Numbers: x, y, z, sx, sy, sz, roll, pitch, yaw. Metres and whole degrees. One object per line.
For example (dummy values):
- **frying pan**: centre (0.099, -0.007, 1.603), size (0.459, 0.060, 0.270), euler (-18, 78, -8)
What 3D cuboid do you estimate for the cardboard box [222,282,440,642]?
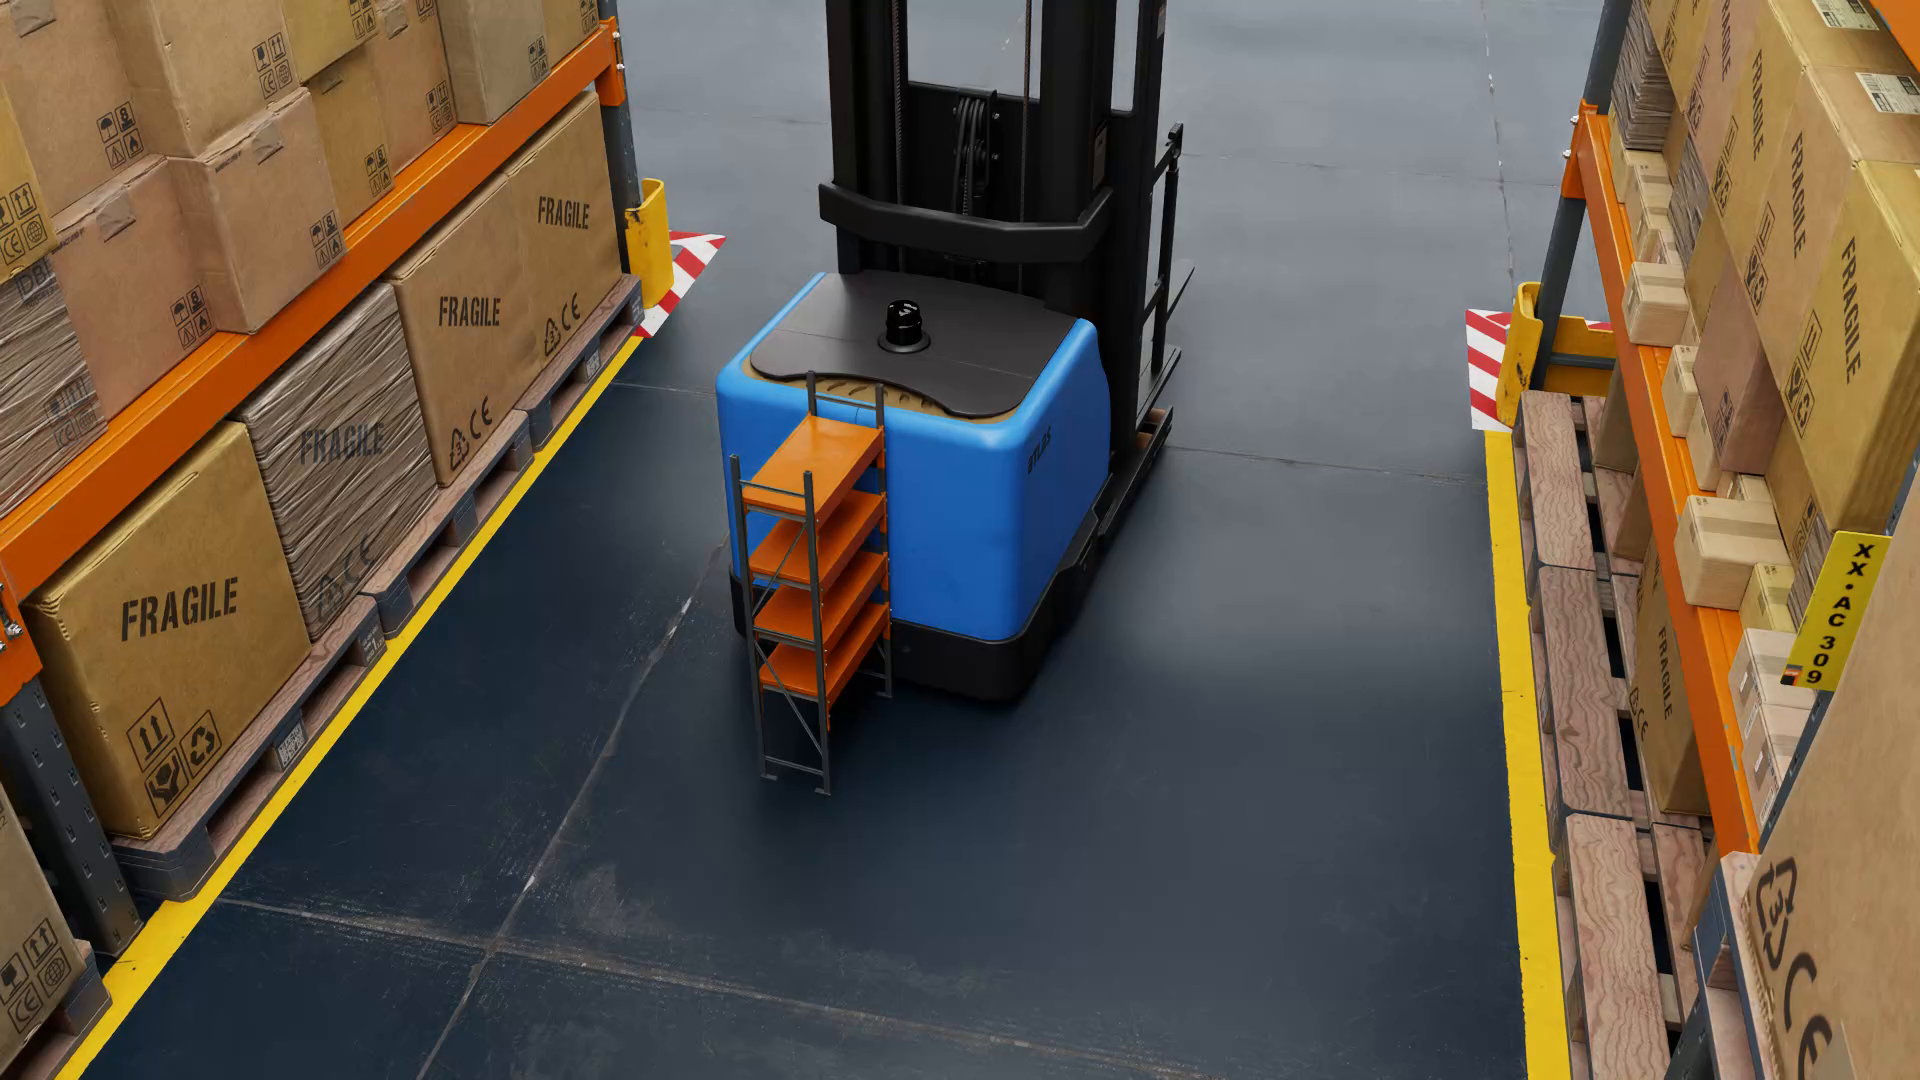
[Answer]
- **cardboard box**: centre (-2.429, -0.321, 5.589), size (0.875, 0.875, 0.875), euler (8, 37, 10)

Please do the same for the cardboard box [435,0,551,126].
- **cardboard box**: centre (-2.097, -1.959, 6.270), size (0.875, 0.550, 0.550), euler (7, 37, 10)

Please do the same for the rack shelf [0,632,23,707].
- **rack shelf**: centre (-3.247, 1.296, 2.519), size (1.077, 0.370, 4.000), euler (7, 37, 10)

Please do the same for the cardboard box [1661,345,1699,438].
- **cardboard box**: centre (2.097, -0.379, 4.431), size (0.380, 0.149, 0.250), euler (7, 37, 10)

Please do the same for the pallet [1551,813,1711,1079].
- **pallet**: centre (2.113, 1.277, 4.308), size (1.003, 0.211, 1.213), euler (7, 37, 10)

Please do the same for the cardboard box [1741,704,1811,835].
- **cardboard box**: centre (1.763, 0.479, 3.247), size (0.380, 0.149, 0.250), euler (7, 37, 10)

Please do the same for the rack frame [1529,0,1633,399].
- **rack frame**: centre (2.858, -1.755, 6.116), size (1.000, 3.000, 0.127), euler (7, 37, 10)

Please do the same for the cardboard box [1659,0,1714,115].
- **cardboard box**: centre (2.255, -1.467, 4.528), size (0.500, 0.500, 0.500), euler (7, 37, 10)

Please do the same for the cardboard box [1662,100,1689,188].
- **cardboard box**: centre (2.724, -1.303, 5.153), size (0.875, 0.500, 0.500), euler (7, 37, 10)

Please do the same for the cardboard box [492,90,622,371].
- **cardboard box**: centre (-2.046, -1.348, 7.006), size (0.875, 0.875, 0.875), euler (8, 37, 10)

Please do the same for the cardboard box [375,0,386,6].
- **cardboard box**: centre (-2.362, -2.094, 5.536), size (0.875, 0.550, 0.550), euler (7, 37, 10)

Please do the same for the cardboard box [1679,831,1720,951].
- **cardboard box**: centre (2.243, 0.826, 4.326), size (0.500, 0.500, 0.500), euler (19, 40, 24)

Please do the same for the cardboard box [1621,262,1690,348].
- **cardboard box**: centre (2.149, -0.672, 4.836), size (0.380, 0.149, 0.250), euler (7, 37, 10)

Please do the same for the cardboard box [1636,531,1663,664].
- **cardboard box**: centre (2.462, 0.146, 5.265), size (0.500, 0.500, 0.500), euler (11, 37, 14)

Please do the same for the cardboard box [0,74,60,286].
- **cardboard box**: centre (-2.708, -0.847, 3.815), size (0.875, 0.550, 0.550), euler (7, 37, 10)

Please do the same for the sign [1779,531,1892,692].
- **sign**: centre (1.472, 0.124, 2.786), size (0.100, 0.325, 0.005), euler (7, 37, 10)

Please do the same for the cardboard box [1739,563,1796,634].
- **cardboard box**: centre (1.937, 0.201, 3.630), size (0.380, 0.149, 0.250), euler (7, 37, 10)

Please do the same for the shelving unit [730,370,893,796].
- **shelving unit**: centre (-0.424, 0.146, 5.026), size (0.258, 1.200, 0.503), euler (13, 38, 17)

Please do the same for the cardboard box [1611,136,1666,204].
- **cardboard box**: centre (2.424, -1.238, 5.616), size (0.380, 0.149, 0.250), euler (7, 37, 10)

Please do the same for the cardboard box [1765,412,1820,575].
- **cardboard box**: centre (2.302, -0.156, 3.570), size (0.875, 0.500, 0.500), euler (7, 37, 10)

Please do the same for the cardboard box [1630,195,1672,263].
- **cardboard box**: centre (2.331, -0.949, 5.218), size (0.380, 0.149, 0.250), euler (7, 37, 10)

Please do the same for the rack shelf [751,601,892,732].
- **rack shelf**: centre (-0.424, 0.362, 5.182), size (0.258, 0.148, 0.480), euler (13, 38, 17)

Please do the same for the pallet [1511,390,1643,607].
- **pallet**: centre (2.634, -0.121, 6.238), size (1.003, 0.211, 1.213), euler (7, 37, 10)

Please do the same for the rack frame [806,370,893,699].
- **rack frame**: centre (-0.337, 0.013, 5.210), size (0.240, 1.200, 0.015), euler (13, 38, 17)

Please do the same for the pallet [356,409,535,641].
- **pallet**: centre (-2.323, -0.140, 6.264), size (1.003, 0.211, 1.213), euler (7, 37, 10)

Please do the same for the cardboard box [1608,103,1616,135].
- **cardboard box**: centre (2.564, -1.520, 6.006), size (0.380, 0.149, 0.250), euler (7, 37, 10)

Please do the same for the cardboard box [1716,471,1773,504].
- **cardboard box**: centre (2.064, -0.083, 4.022), size (0.380, 0.149, 0.250), euler (7, 37, 10)

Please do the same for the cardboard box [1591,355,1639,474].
- **cardboard box**: centre (2.709, -0.557, 6.235), size (0.500, 0.500, 0.500), euler (14, 38, 19)

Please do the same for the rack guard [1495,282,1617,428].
- **rack guard**: centre (2.842, -0.700, 6.789), size (1.175, 0.500, 0.348), euler (7, 37, 10)

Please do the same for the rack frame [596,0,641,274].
- **rack frame**: centre (-1.966, -2.435, 7.054), size (1.000, 3.000, 0.127), euler (7, 37, 10)

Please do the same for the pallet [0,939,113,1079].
- **pallet**: centre (-2.911, 1.439, 4.085), size (1.003, 0.211, 1.213), euler (7, 37, 10)

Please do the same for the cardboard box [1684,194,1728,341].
- **cardboard box**: centre (2.457, -0.736, 4.371), size (0.875, 0.500, 0.500), euler (7, 37, 10)

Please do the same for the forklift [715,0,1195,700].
- **forklift**: centre (0.222, -1.528, 5.861), size (1.130, 2.935, 3.031), euler (13, 38, 17)

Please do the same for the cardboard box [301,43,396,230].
- **cardboard box**: centre (-2.412, -1.345, 5.422), size (0.875, 0.550, 0.500), euler (7, 37, 10)

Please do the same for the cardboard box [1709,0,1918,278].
- **cardboard box**: centre (2.044, -0.894, 3.737), size (0.500, 0.500, 0.500), euler (7, 37, 10)

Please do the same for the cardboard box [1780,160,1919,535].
- **cardboard box**: centre (1.831, -0.321, 2.945), size (0.500, 0.500, 0.500), euler (7, 37, 10)

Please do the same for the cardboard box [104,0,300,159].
- **cardboard box**: centre (-2.454, -1.469, 4.673), size (0.875, 0.550, 0.550), euler (7, 37, 10)

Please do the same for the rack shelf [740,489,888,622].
- **rack shelf**: centre (-0.424, 0.020, 4.934), size (0.258, 0.148, 0.480), euler (13, 38, 17)

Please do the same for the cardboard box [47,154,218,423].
- **cardboard box**: centre (-2.658, -0.734, 4.579), size (0.875, 0.550, 0.550), euler (7, 37, 10)
